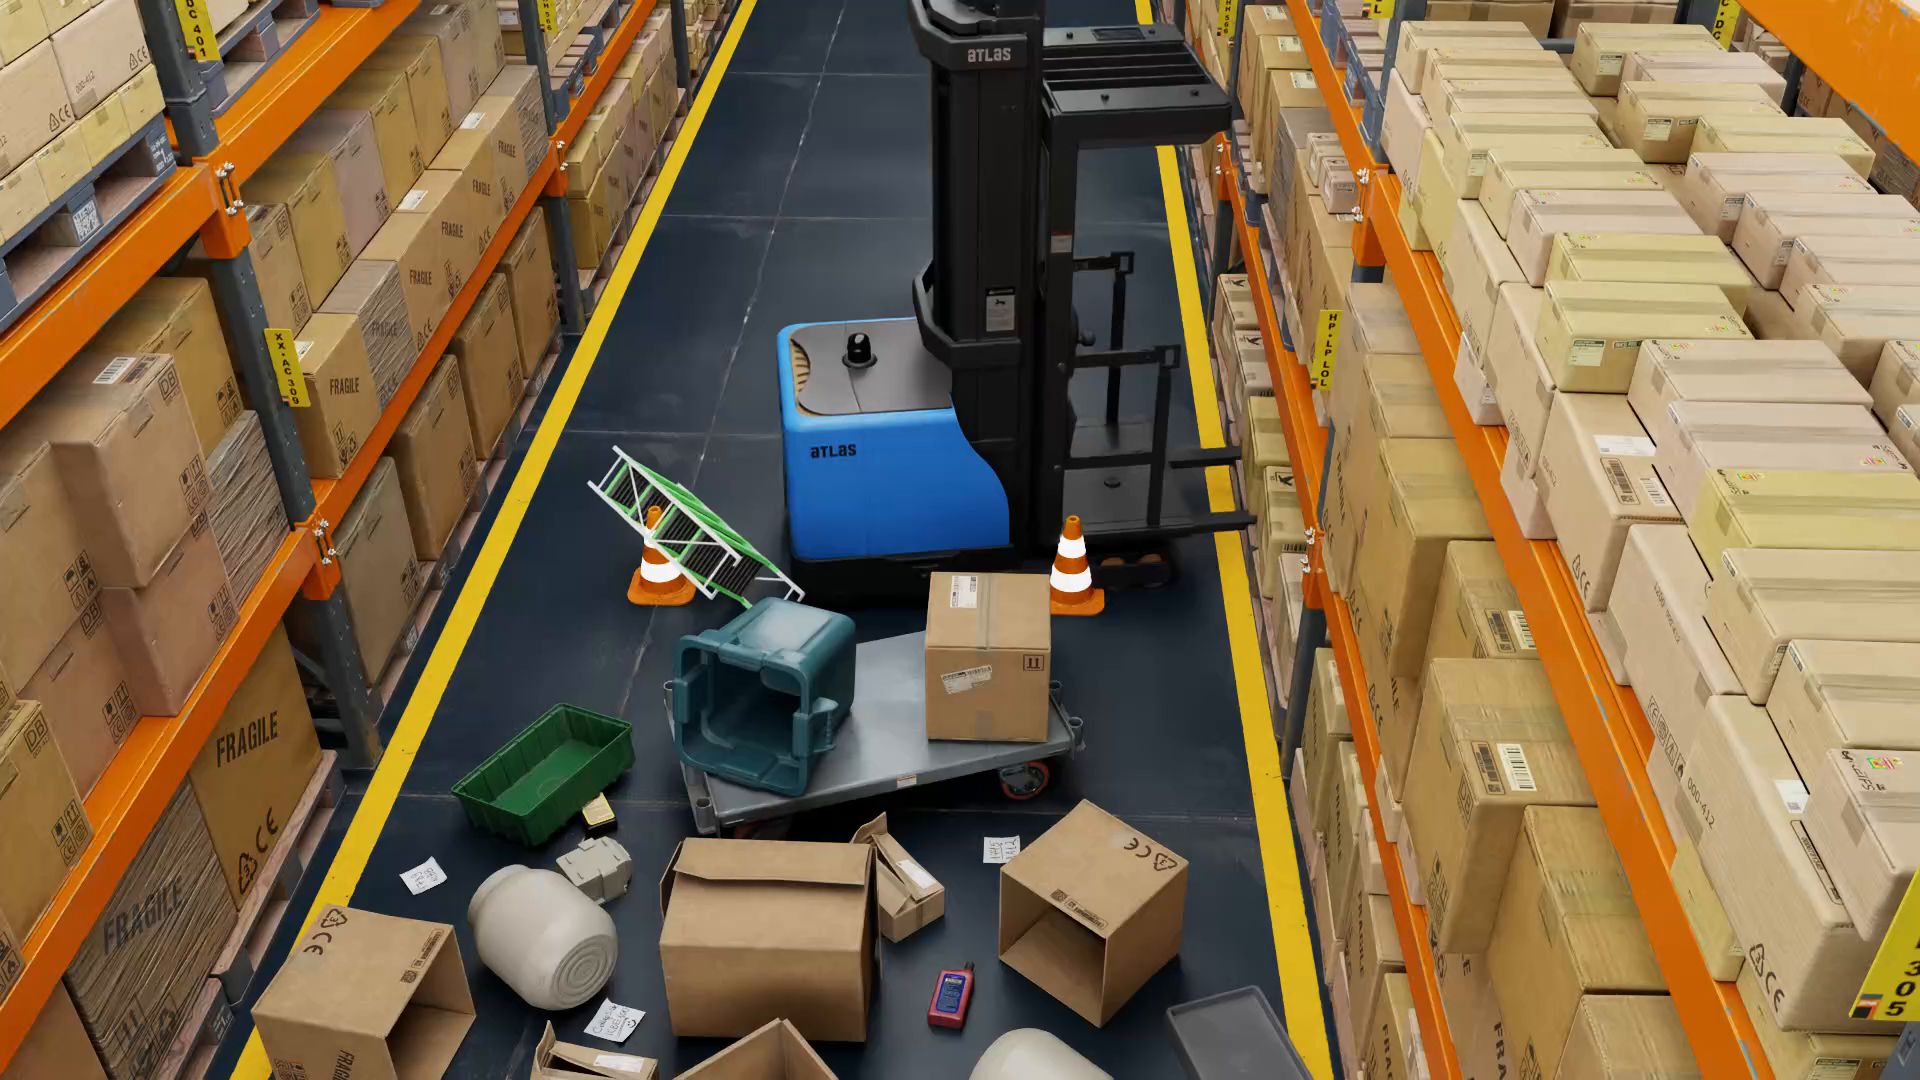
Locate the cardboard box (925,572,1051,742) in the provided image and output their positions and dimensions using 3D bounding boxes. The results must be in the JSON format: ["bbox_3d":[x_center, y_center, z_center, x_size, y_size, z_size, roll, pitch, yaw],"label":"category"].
[{"bbox_3d":[0.119,0.483,6.916,0.500,0.500,0.500,1,35,2],"label":"cardboard box"}]

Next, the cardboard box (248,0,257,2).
[{"bbox_3d":[-2.761,-2.190,6.361,0.250,0.149,0.380,1,35,2],"label":"cardboard box"}]

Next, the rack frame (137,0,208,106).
[{"bbox_3d":[-3.051,-2.717,4.736,1.000,3.000,0.127,1,35,2],"label":"rack frame"}]

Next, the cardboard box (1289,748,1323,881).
[{"bbox_3d":[1.606,1.079,6.577,0.500,0.250,0.500,0,35,0],"label":"cardboard box"}]

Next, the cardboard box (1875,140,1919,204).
[{"bbox_3d":[6.873,-2.676,11.703,0.500,0.500,0.500,0,35,0],"label":"cardboard box"}]

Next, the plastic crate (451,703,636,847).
[{"bbox_3d":[-1.749,0.994,7.068,0.450,0.188,0.662,11,35,32],"label":"plastic crate"}]

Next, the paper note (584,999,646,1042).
[{"bbox_3d":[-1.277,1.778,6.146,0.172,0.023,0.155,13,37,18],"label":"paper note"}]

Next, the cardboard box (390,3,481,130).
[{"bbox_3d":[-2.937,-2.462,8.634,0.700,0.500,0.500,1,35,1],"label":"cardboard box"}]

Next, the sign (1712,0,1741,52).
[{"bbox_3d":[2.442,-1.637,5.358,0.100,0.325,0.005,1,35,2],"label":"sign"}]

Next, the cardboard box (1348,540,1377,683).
[{"bbox_3d":[1.606,0.166,5.505,0.500,0.500,0.500,1,35,2],"label":"cardboard box"}]

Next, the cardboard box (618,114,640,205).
[{"bbox_3d":[-2.574,-2.694,11.729,0.500,0.500,0.500,0,35,1],"label":"cardboard box"}]

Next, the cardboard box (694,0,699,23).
[{"bbox_3d":[-2.487,-4.630,14.531,0.380,0.149,0.250,0,35,-1],"label":"cardboard box"}]

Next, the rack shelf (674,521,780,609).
[{"bbox_3d":[-1.128,0.128,8.021,0.148,0.480,0.258,37,92,40],"label":"rack shelf"}]

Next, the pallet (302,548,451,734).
[{"bbox_3d":[-3.095,0.433,7.896,1.003,0.211,1.213,1,35,2],"label":"pallet"}]

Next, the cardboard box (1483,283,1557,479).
[{"bbox_3d":[1.545,-0.373,3.881,0.500,0.250,0.500,2,35,2],"label":"cardboard box"}]

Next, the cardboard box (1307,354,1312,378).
[{"bbox_3d":[1.672,-0.729,6.977,0.380,0.149,0.250,0,35,0],"label":"cardboard box"}]

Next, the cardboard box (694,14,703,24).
[{"bbox_3d":[-2.465,-4.510,14.618,0.380,0.149,0.250,1,35,1],"label":"cardboard box"}]

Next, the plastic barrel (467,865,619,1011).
[{"bbox_3d":[-1.564,1.479,6.224,0.512,0.421,0.421,28,44,33],"label":"plastic barrel"}]

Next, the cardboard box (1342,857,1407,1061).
[{"bbox_3d":[1.573,1.378,5.500,0.500,0.500,0.500,3,35,4],"label":"cardboard box"}]

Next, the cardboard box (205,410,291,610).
[{"bbox_3d":[-3.054,-0.112,6.116,0.875,0.550,0.550,1,35,2],"label":"cardboard box"}]

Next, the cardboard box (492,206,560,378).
[{"bbox_3d":[-3.005,-1.464,9.762,1.050,0.750,0.750,1,35,1],"label":"cardboard box"}]

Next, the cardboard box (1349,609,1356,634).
[{"bbox_3d":[1.608,0.216,5.998,0.380,0.149,0.250,2,35,3],"label":"cardboard box"}]

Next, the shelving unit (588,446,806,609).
[{"bbox_3d":[-1.314,-0.013,8.215,1.200,0.503,0.258,37,92,40],"label":"shelving unit"}]

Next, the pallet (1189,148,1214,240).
[{"bbox_3d":[2.219,-2.514,12.089,1.003,0.211,1.213,1,35,2],"label":"pallet"}]

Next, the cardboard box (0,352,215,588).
[{"bbox_3d":[-3.006,-0.236,5.353,0.875,0.550,0.550,1,35,2],"label":"cardboard box"}]

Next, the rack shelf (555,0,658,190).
[{"bbox_3d":[-2.810,-3.416,11.573,1.077,0.370,4.000,1,35,2],"label":"rack shelf"}]

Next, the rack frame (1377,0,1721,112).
[{"bbox_3d":[1.899,-2.661,4.656,1.000,3.000,0.127,1,35,2],"label":"rack frame"}]

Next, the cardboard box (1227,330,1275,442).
[{"bbox_3d":[2.006,-0.853,9.220,0.950,0.372,0.625,1,35,1],"label":"cardboard box"}]

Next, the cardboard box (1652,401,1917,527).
[{"bbox_3d":[1.576,-0.139,3.202,0.380,0.149,0.250,1,35,2],"label":"cardboard box"}]

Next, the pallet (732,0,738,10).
[{"bbox_3d":[-2.640,-5.507,16.347,1.003,0.211,1.213,1,35,2],"label":"pallet"}]

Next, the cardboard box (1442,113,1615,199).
[{"bbox_3d":[1.522,-1.032,4.471,0.380,0.149,0.250,1,35,2],"label":"cardboard box"}]

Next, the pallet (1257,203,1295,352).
[{"bbox_3d":[2.021,-1.288,8.086,1.003,0.211,1.213,1,35,2],"label":"pallet"}]

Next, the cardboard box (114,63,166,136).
[{"bbox_3d":[-2.746,-1.383,5.213,0.380,0.149,0.250,1,35,2],"label":"cardboard box"}]

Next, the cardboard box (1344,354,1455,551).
[{"bbox_3d":[1.622,-0.237,5.209,0.700,0.500,0.500,2,35,2],"label":"cardboard box"}]

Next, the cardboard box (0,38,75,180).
[{"bbox_3d":[-2.835,-1.184,4.582,0.500,0.250,0.500,1,35,2],"label":"cardboard box"}]

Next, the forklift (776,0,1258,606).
[{"bbox_3d":[0.622,-1.246,7.919,3.031,2.935,1.130,-4,35,-6],"label":"forklift"}]

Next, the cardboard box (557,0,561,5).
[{"bbox_3d":[-2.656,-3.430,10.303,0.380,0.149,0.250,1,35,2],"label":"cardboard box"}]

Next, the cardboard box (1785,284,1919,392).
[{"bbox_3d":[2.049,-0.432,3.618,0.380,0.149,0.250,2,35,3],"label":"cardboard box"}]

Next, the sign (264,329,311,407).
[{"bbox_3d":[-2.496,-0.637,6.172,0.100,0.325,0.005,1,35,2],"label":"sign"}]

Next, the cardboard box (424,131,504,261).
[{"bbox_3d":[-2.682,-1.763,8.509,0.500,0.500,0.500,1,35,1],"label":"cardboard box"}]

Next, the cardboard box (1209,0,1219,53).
[{"bbox_3d":[1.842,-3.227,10.374,0.500,0.250,0.500,0,35,1],"label":"cardboard box"}]

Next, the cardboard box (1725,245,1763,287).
[{"bbox_3d":[2.096,-0.651,4.277,0.500,0.250,0.500,1,35,1],"label":"cardboard box"}]

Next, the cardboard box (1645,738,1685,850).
[{"bbox_3d":[1.495,0.460,3.042,0.380,0.149,0.250,2,35,3],"label":"cardboard box"}]

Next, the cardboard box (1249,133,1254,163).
[{"bbox_3d":[1.759,-2.073,8.890,0.380,0.149,0.250,-1,35,-1],"label":"cardboard box"}]

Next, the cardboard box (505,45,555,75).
[{"bbox_3d":[-2.671,-2.882,10.041,0.380,0.149,0.250,1,35,1],"label":"cardboard box"}]

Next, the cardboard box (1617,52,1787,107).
[{"bbox_3d":[2.171,-1.319,4.880,0.380,0.149,0.250,0,35,1],"label":"cardboard box"}]

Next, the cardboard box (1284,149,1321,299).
[{"bbox_3d":[1.734,-1.393,7.358,0.500,0.500,0.500,2,35,4],"label":"cardboard box"}]

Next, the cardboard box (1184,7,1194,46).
[{"bbox_3d":[2.353,-4.284,14.046,0.875,0.438,0.875,1,35,1],"label":"cardboard box"}]

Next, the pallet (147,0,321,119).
[{"bbox_3d":[-3.063,-1.939,6.404,0.805,0.209,1.217,0,35,0],"label":"pallet"}]

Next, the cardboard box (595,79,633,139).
[{"bbox_3d":[-2.568,-2.983,11.488,0.500,0.250,0.500,2,35,2],"label":"cardboard box"}]

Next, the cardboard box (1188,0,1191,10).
[{"bbox_3d":[1.883,-3.903,11.771,0.500,0.250,0.500,1,35,2],"label":"cardboard box"}]
